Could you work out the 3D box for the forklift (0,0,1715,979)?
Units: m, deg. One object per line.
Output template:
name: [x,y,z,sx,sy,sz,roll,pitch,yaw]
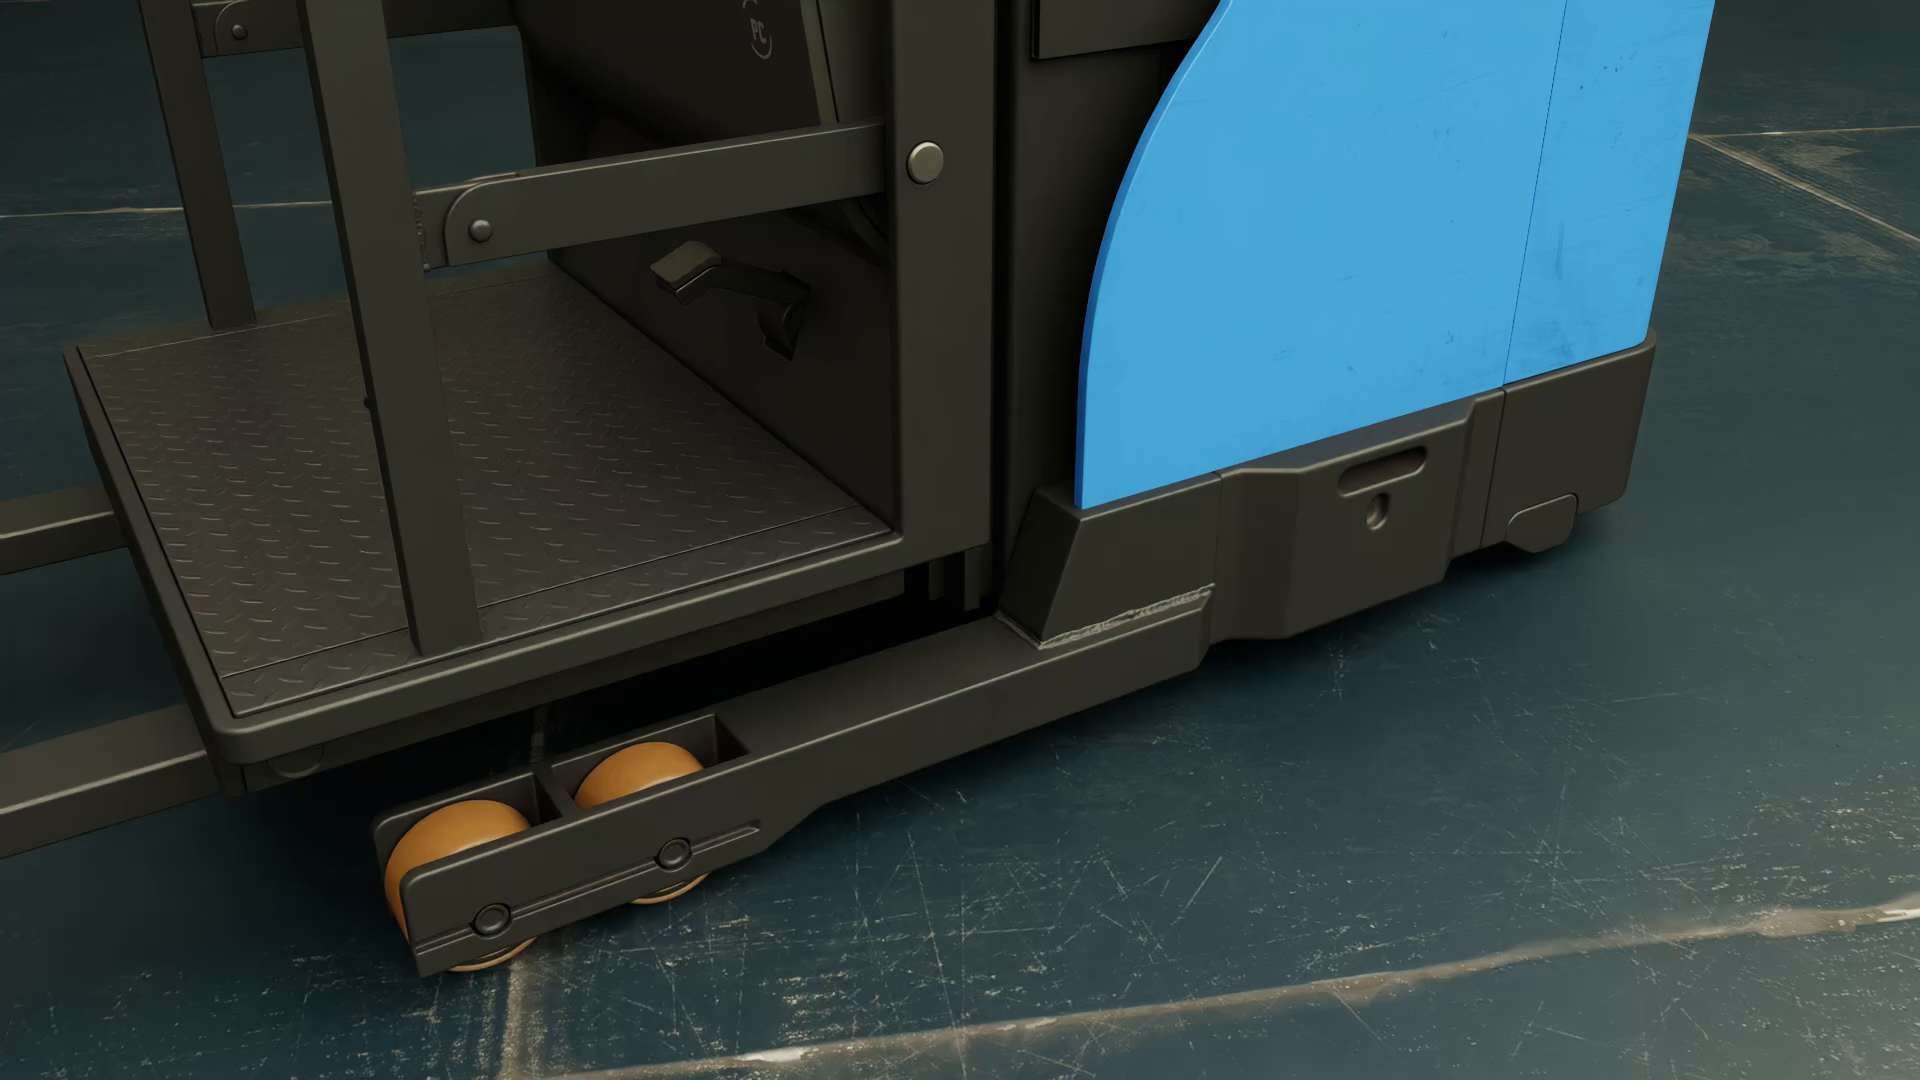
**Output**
forklift: [-0.516,-1.144,1.529,3.031,2.935,1.130,-16,32,-28]
